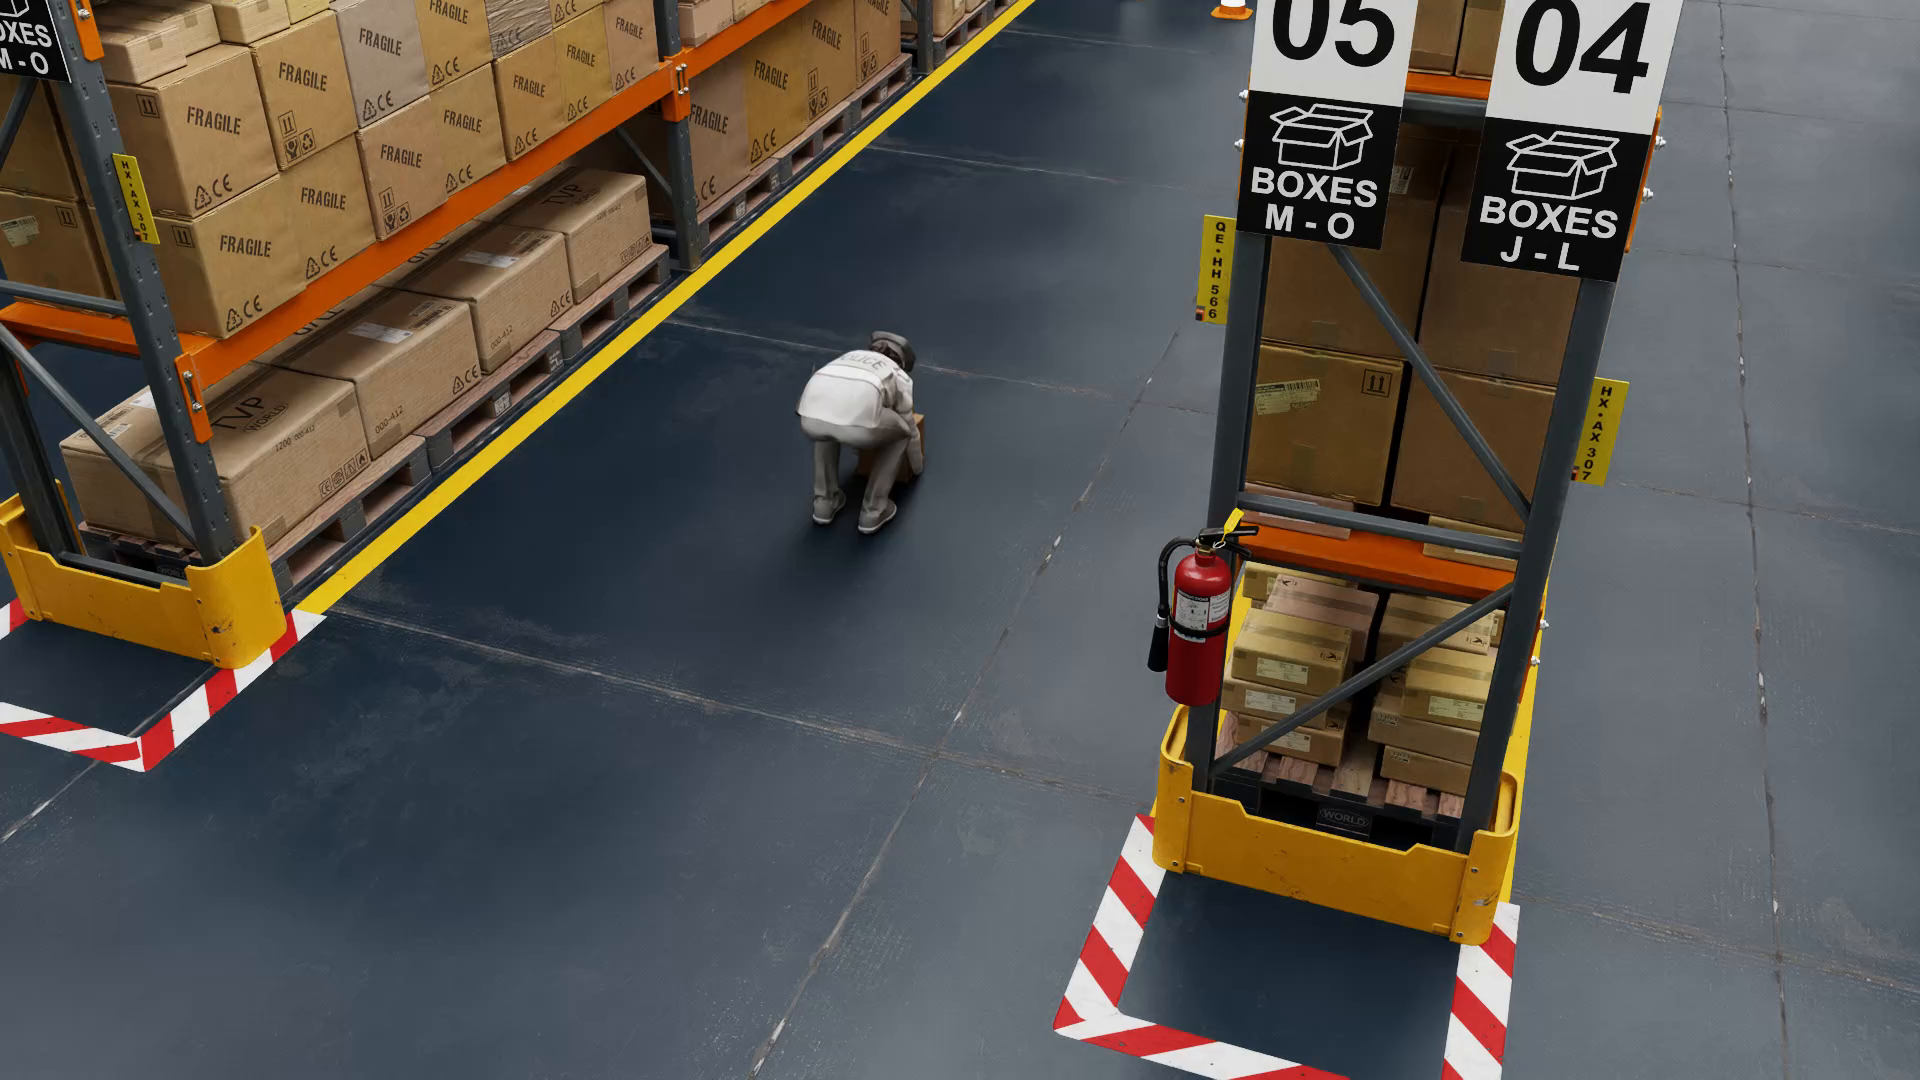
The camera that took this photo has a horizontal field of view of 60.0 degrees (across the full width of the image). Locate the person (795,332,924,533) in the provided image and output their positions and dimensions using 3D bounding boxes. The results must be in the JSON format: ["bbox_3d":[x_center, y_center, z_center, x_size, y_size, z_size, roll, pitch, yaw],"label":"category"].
[{"bbox_3d":[-0.453,-0.520,7.724,0.469,0.822,0.898,10,35,15],"label":"person"}]
